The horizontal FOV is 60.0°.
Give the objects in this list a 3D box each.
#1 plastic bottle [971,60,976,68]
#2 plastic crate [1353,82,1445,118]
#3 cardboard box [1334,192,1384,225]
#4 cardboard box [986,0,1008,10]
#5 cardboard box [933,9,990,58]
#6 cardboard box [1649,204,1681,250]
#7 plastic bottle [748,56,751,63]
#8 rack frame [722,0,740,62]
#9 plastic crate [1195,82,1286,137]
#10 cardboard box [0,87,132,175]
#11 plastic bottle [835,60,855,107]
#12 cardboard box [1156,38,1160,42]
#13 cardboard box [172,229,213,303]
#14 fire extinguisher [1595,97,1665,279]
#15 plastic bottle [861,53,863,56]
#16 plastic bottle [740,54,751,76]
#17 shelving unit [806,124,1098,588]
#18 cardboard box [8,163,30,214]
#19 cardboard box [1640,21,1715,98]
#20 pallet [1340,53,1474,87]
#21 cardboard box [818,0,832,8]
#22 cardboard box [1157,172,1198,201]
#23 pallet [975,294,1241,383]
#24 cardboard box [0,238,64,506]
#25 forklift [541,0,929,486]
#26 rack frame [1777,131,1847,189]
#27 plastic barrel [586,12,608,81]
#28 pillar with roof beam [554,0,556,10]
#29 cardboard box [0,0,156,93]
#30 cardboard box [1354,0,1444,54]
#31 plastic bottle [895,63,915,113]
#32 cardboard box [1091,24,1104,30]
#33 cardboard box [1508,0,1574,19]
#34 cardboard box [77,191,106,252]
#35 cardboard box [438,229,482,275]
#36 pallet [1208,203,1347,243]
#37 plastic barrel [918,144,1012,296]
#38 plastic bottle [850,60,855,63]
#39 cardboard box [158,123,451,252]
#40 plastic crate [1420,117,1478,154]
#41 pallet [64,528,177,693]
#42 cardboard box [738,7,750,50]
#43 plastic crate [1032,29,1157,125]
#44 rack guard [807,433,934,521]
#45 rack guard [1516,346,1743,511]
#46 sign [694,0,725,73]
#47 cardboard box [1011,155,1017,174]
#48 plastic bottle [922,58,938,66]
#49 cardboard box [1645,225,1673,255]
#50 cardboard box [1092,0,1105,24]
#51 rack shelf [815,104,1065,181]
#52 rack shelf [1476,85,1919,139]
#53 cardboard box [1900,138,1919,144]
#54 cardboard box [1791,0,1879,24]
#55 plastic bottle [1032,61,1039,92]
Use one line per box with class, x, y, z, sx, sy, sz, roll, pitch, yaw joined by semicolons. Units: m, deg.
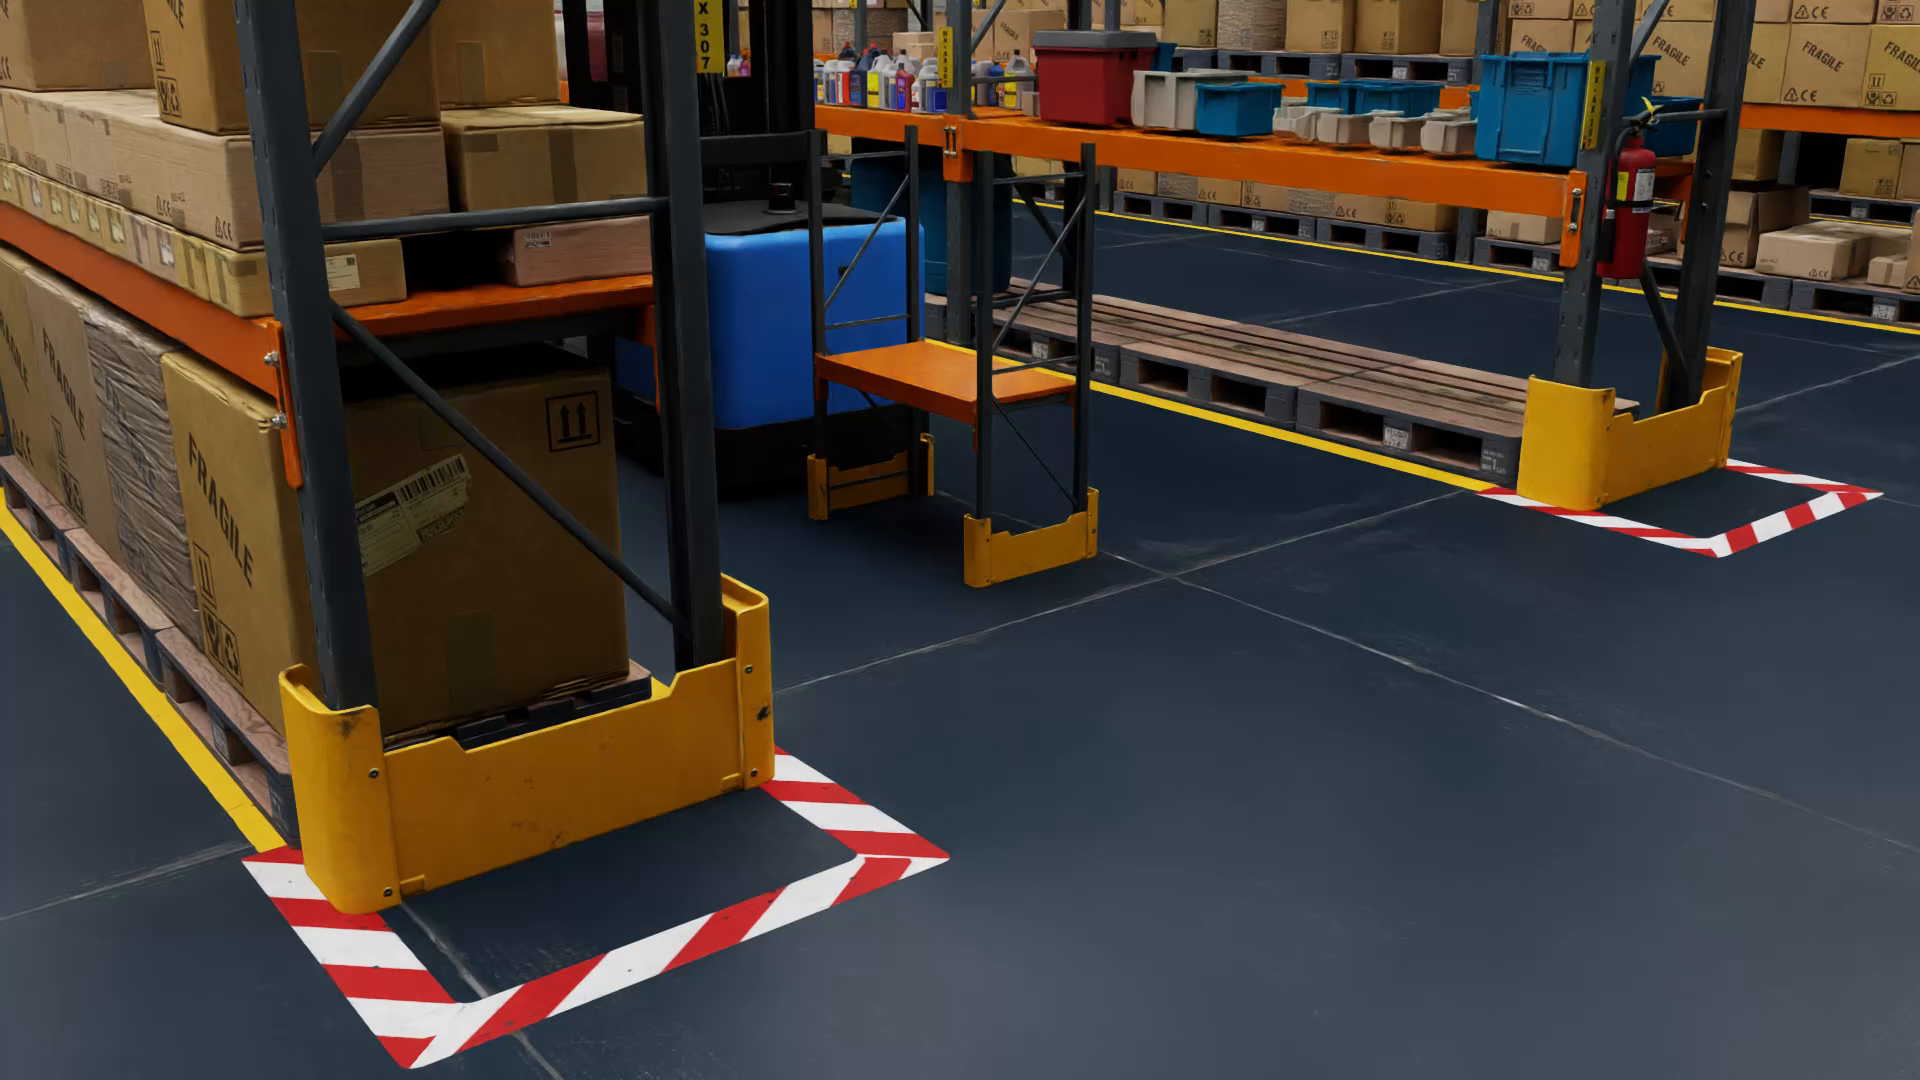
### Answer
plastic bottle;0.084;-2.928;10.637;0.097;0.271;0.097;0;18;0
plastic crate;2.121;-2.089;8.071;0.416;0.233;0.300;-14;23;-36
cardboard box;3.404;-2.853;13.485;0.500;0.500;0.500;-14;23;-36
cardboard box;0.727;-7.685;23.812;0.500;0.500;0.500;-14;23;-36
cardboard box;0.060;-5.339;17.554;0.500;0.500;0.500;-12;22;-32
cardboard box;5.277;-2.305;12.128;0.500;0.311;0.500;-14;23;-36
plastic bottle;-1.548;-3.590;12.618;0.061;0.283;0.133;-14;23;-36
rack frame;-2.133;-3.662;12.650;1.000;3.000;0.127;-14;23;-36
plastic crate;1.358;-2.096;8.090;0.416;0.233;0.300;-14;23;-36
cardboard box;-2.815;-1.363;5.471;0.500;0.250;0.500;-13;23;-35
plastic bottle;-0.688;-2.866;10.442;0.152;0.276;0.135;-14;23;-36
cardboard box;1.560;-4.684;15.877;0.500;0.311;0.500;-12;22;-33
cardboard box;-1.691;-0.692;4.080;0.380;0.149;0.250;-14;23;-36
fire extinguisher;2.571;-1.351;6.387;0.296;0.674;0.183;-14;23;-36
plastic bottle;-0.688;-3.218;11.495;0.061;0.283;0.133;-14;23;-36
plastic bottle;-1.436;-3.143;11.269;0.061;0.283;0.133;-14;23;-36
shelving unit;-0.047;-0.731;6.183;0.587;1.500;1.083;-14;23;-36
cardboard box;-2.959;-1.196;5.601;0.380;0.149;0.250;-14;23;-37
cardboard box;4.968;-3.262;11.281;0.500;0.500;0.500;-14;23;-36
pallet;3.825;-3.769;13.279;1.003;0.211;1.213;-14;23;-36
cardboard box;-1.385;-6.119;18.880;0.380;0.149;0.250;-15;23;-38
cardboard box;2.140;-3.354;14.997;0.500;0.500;0.500;-15;24;-38
pallet;0.837;-1.179;9.587;1.003;0.211;1.213;-14;23;-36
cardboard box;-3.185;-0.722;6.483;0.875;0.875;0.875;-14;23;-36
forklift;-1.392;-2.015;7.785;1.130;2.935;3.031;-12;22;-33
rack frame;8.116;-4.610;15.512;1.000;3.000;0.127;-14;23;-36
plastic barrel;-2.659;-3.782;12.795;0.600;0.536;0.708;-14;23;-36
pillar with roof beam;-12.772;-14.006;34.346;9.100;9.000;0.400;-14;23;-36
cardboard box;-2.809;-1.718;5.350;0.500;0.500;0.500;-15;23;-38
cardboard box;3.640;-4.206;13.467;0.700;0.500;0.500;-10;21;-28
plastic bottle;-0.327;-2.703;9.939;0.061;0.283;0.133;-14;23;-36
cardboard box;1.990;-6.822;22.401;0.500;0.250;0.500;-14;23;-36
cardboard box;4.308;-3.993;11.900;0.500;0.500;0.500;-13;22;-35
cardboard box;-2.325;-0.943;4.839;0.380;0.149;0.250;-14;23;-36
cardboard box;-1.171;-0.820;4.465;0.380;0.149;0.250;-14;23;-37
pallet;2.939;-2.812;14.520;1.003;0.211;1.213;-14;23;-36
plastic barrel;0.026;-2.017;10.352;0.600;0.901;0.708;-14;23;-36
plastic bottle;-0.685;-2.926;10.631;0.097;0.271;0.097;0;18;0
cardboard box;-1.558;-0.862;3.958;0.500;0.250;0.500;-14;23;-37
plastic crate;2.186;-1.760;7.228;0.396;0.136;0.243;-14;23;-36
pallet;-2.360;0.118;5.671;1.003;0.211;1.213;-14;23;-36
cardboard box;-2.302;-6.277;20.388;0.700;0.500;0.500;-14;23;-36
plastic crate;0.708;-2.466;8.841;0.402;0.464;0.583;-14;23;-36
rack guard;-0.357;-0.260;6.751;0.587;0.250;0.087;-14;23;-36
rack guard;2.859;-0.501;7.079;1.175;0.500;0.348;-14;23;-36
sign;-0.610;-1.279;3.951;0.100;0.325;0.005;-14;23;-36
cardboard box;0.601;-3.855;16.938;0.500;0.250;0.500;-13;23;-35
plastic bottle;-0.213;-3.034;10.951;0.152;0.276;0.135;-14;23;-36
cardboard box;4.871;-2.149;11.888;0.380;0.166;0.250;-14;23;-36
cardboard box;1.995;-7.180;22.287;0.500;0.500;0.500;-15;23;-38
rack shelf;-0.891;-2.828;11.274;1.077;0.370;4.000;-14;23;-36
rack shelf;5.477;-2.808;11.215;1.077;0.370;4.000;-14;23;-36
cardboard box;8.570;-3.606;14.758;0.380;0.149;0.250;-13;22;-34
cardboard box;5.587;-3.486;10.368;0.500;0.500;0.500;-13;22;-35
plastic bottle;0.457;-2.795;10.216;0.061;0.283;0.133;-14;23;-36
